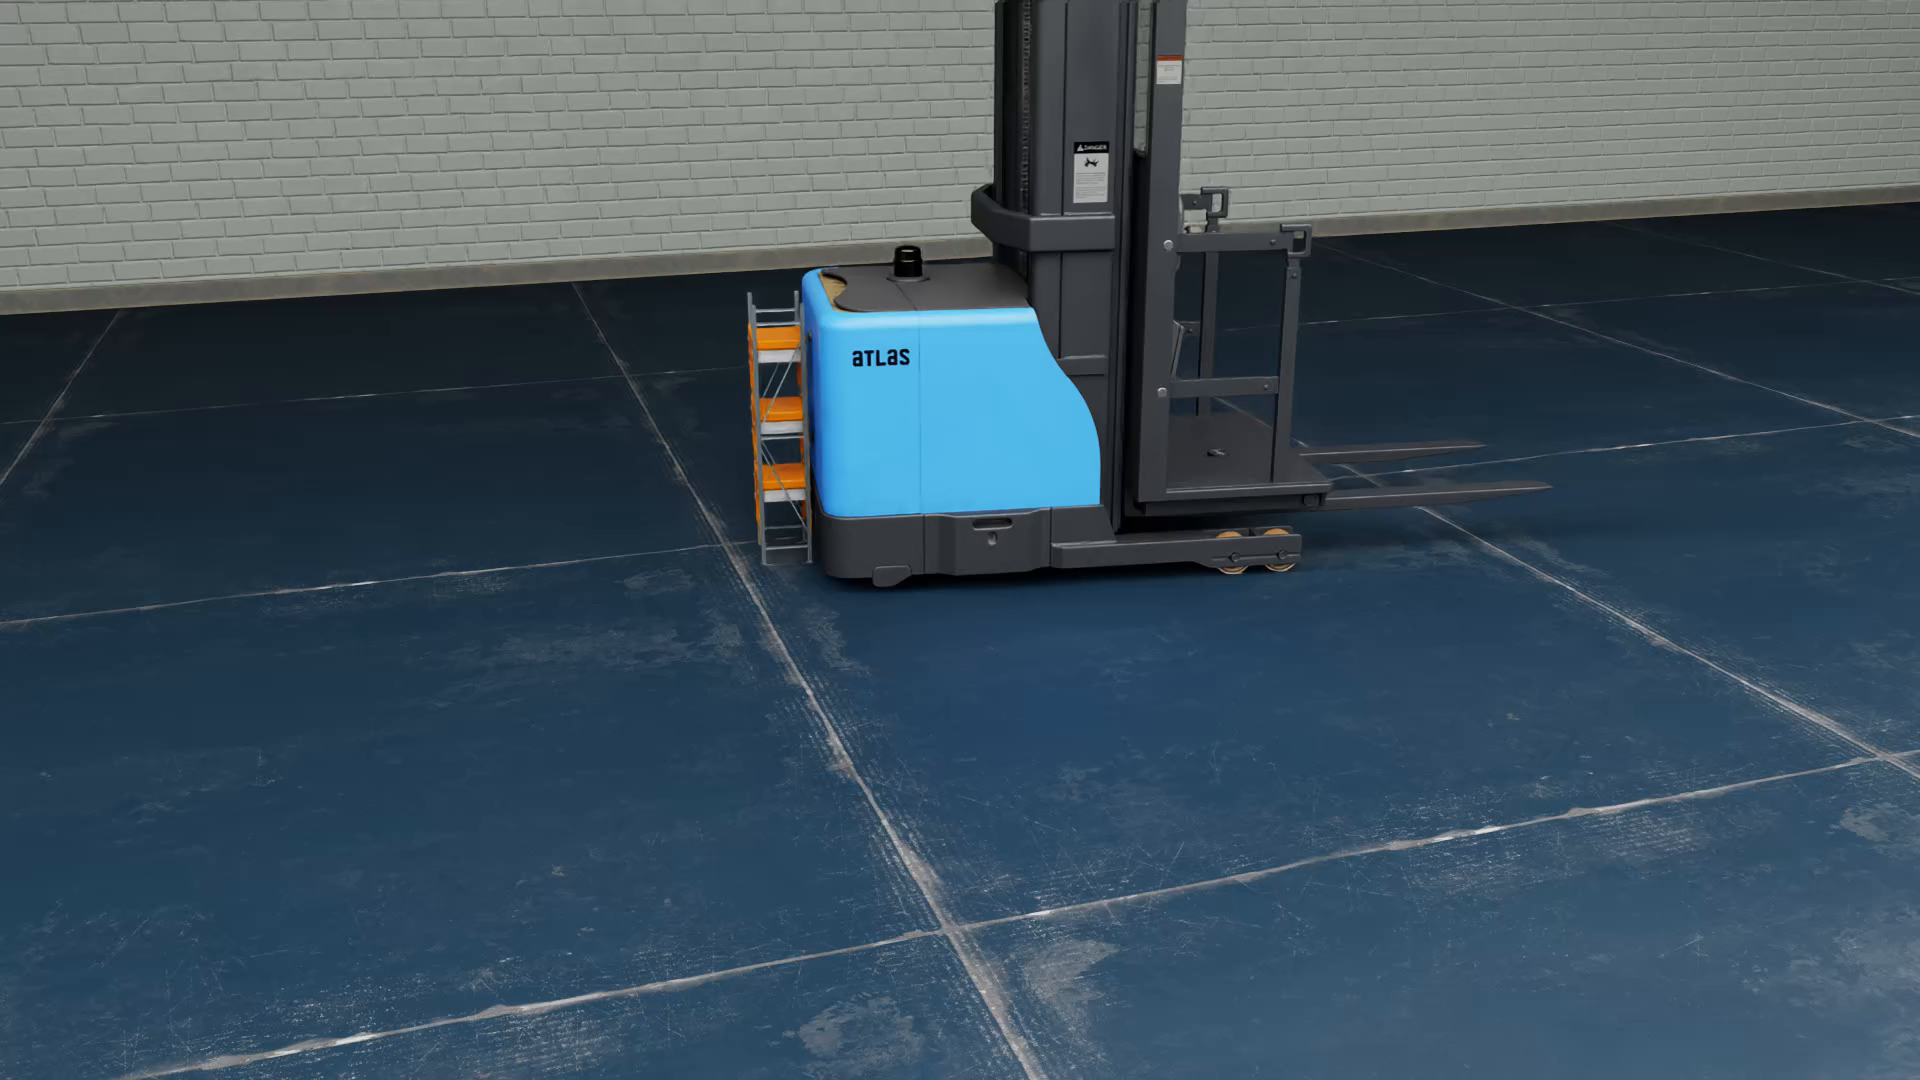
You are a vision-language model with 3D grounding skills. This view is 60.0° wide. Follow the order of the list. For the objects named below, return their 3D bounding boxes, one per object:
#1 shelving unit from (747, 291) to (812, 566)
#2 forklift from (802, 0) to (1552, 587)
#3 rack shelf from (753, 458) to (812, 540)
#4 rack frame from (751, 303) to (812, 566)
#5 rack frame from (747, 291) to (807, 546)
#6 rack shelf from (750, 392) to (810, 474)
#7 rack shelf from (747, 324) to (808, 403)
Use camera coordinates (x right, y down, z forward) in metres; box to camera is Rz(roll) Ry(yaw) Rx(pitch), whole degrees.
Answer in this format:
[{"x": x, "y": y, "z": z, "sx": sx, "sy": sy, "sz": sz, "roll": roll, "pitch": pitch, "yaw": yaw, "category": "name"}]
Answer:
[{"x": -0.712, "y": -0.437, "z": 6.581, "sx": 0.215, "sy": 1.050, "sz": 0.252, "roll": -3, "pitch": 20, "yaw": -10, "category": "shelving unit"}, {"x": 0.899, "y": -1.417, "z": 6.524, "sx": 3.031, "sy": 2.935, "sz": 1.130, "roll": -3, "pitch": 20, "yaw": -9, "category": "forklift"}, {"x": -0.712, "y": -0.166, "z": 6.678, "sx": 0.215, "sy": 0.259, "sz": 0.240, "roll": -3, "pitch": 20, "yaw": -10, "category": "rack shelf"}, {"x": -0.690, "y": -0.397, "z": 6.468, "sx": 0.200, "sy": 1.050, "sz": 0.008, "roll": -3, "pitch": 20, "yaw": -10, "category": "rack frame"}, {"x": -0.733, "y": -0.478, "z": 6.694, "sx": 0.200, "sy": 1.050, "sz": 0.008, "roll": -3, "pitch": 20, "yaw": -10, "category": "rack frame"}, {"x": -0.712, "y": -0.427, "z": 6.584, "sx": 0.215, "sy": 0.259, "sz": 0.240, "roll": -3, "pitch": 20, "yaw": -10, "category": "rack shelf"}, {"x": -0.712, "y": -0.694, "z": 6.489, "sx": 0.215, "sy": 0.259, "sz": 0.240, "roll": -3, "pitch": 20, "yaw": -10, "category": "rack shelf"}]
